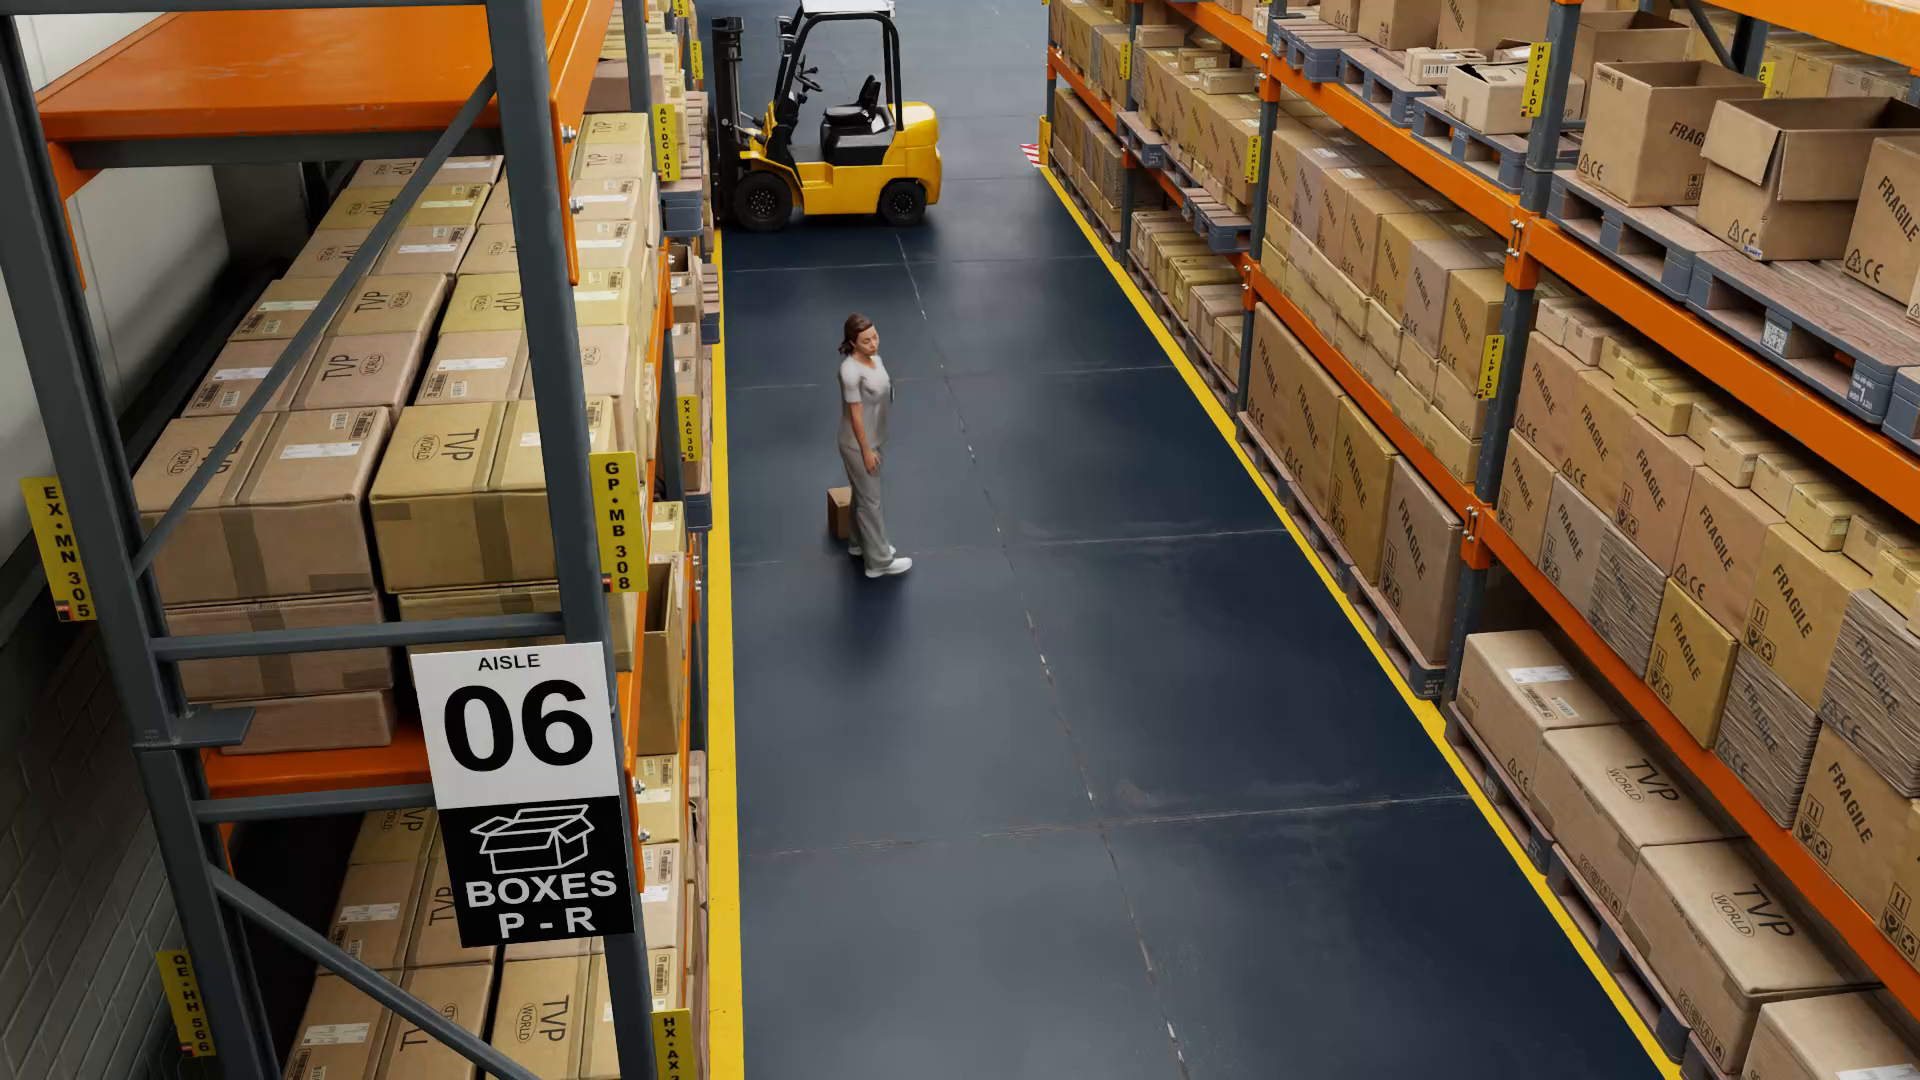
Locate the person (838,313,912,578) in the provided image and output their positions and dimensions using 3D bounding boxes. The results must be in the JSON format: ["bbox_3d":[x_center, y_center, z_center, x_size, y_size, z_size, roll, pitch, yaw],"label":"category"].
[{"bbox_3d":[-0.521,-0.590,10.191,0.479,1.675,0.461,9,29,16],"label":"person"}]
